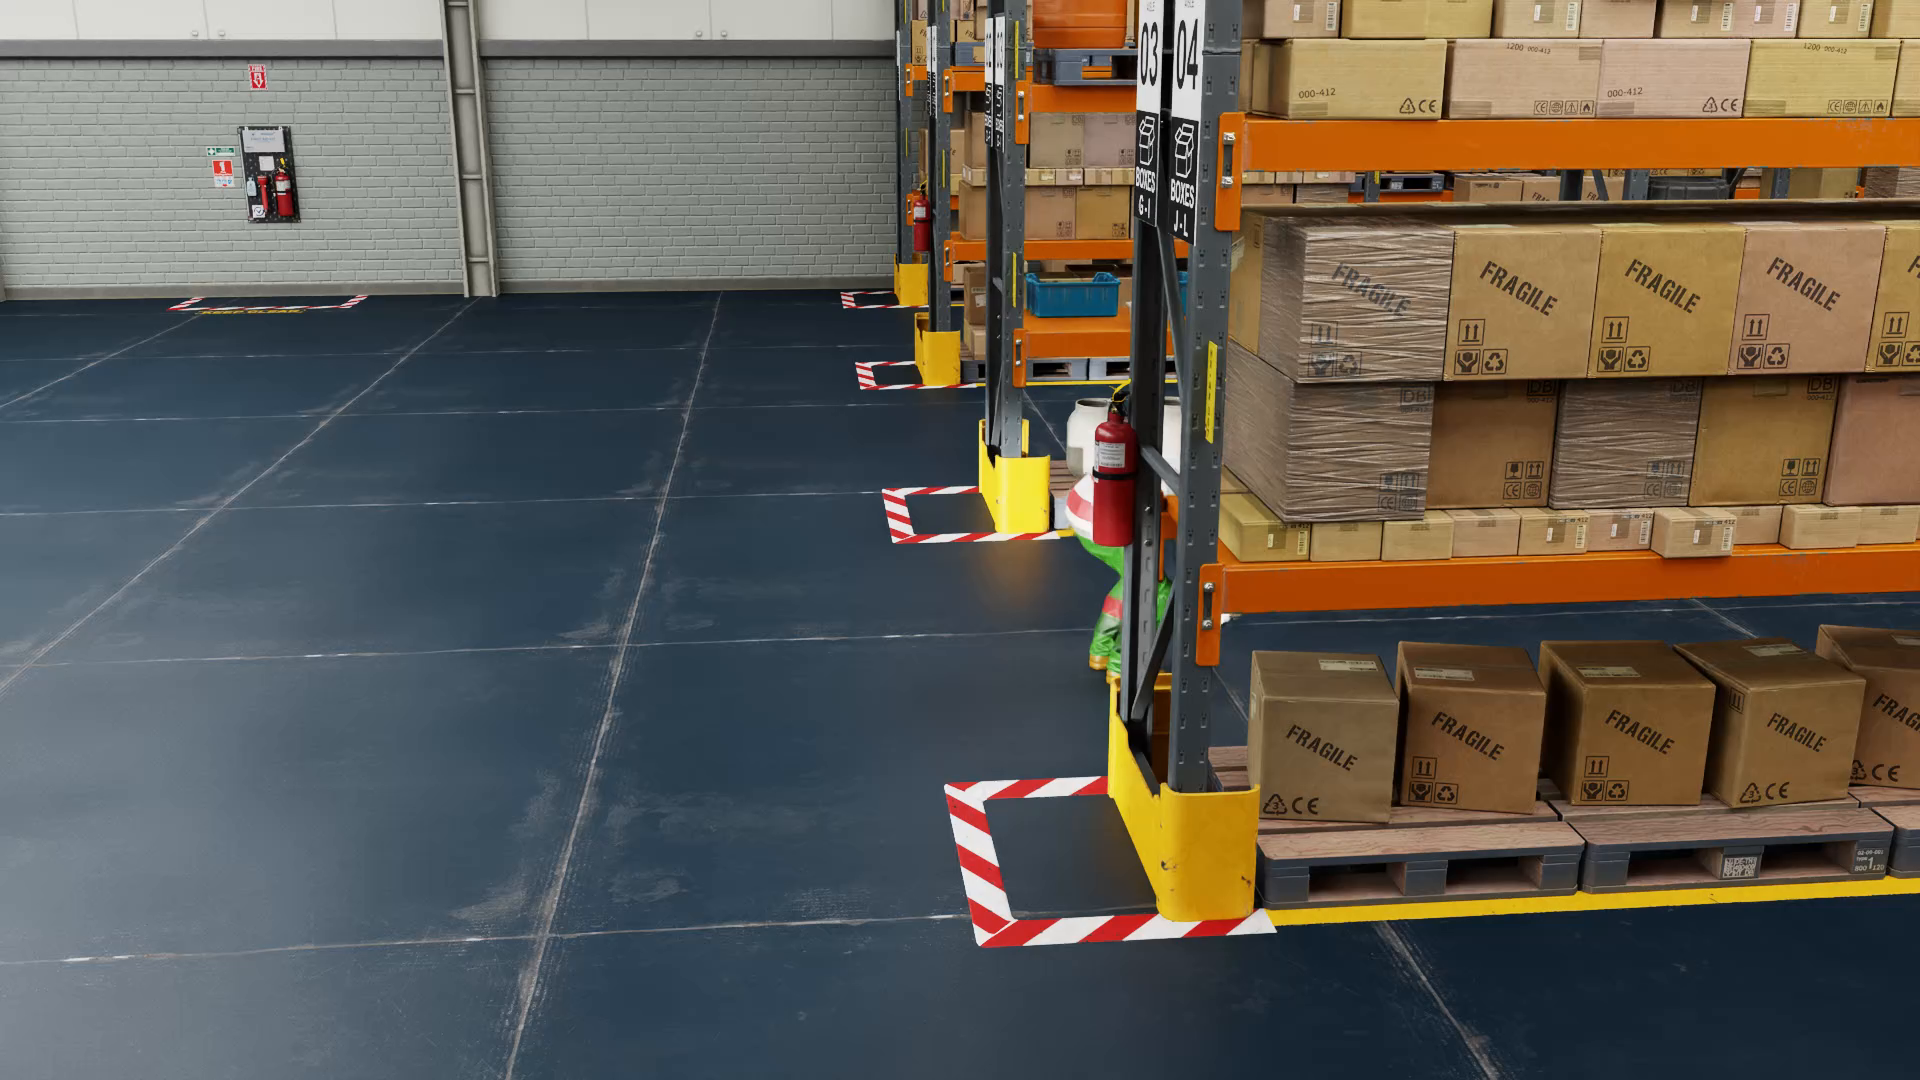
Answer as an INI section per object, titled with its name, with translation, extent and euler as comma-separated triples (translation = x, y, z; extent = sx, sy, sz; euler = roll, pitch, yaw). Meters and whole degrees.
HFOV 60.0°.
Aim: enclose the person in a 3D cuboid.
[person]
translation = 0.993, 0.123, 8.226
extent = 0.951, 1.134, 0.517
euler = -2, 17, -8
